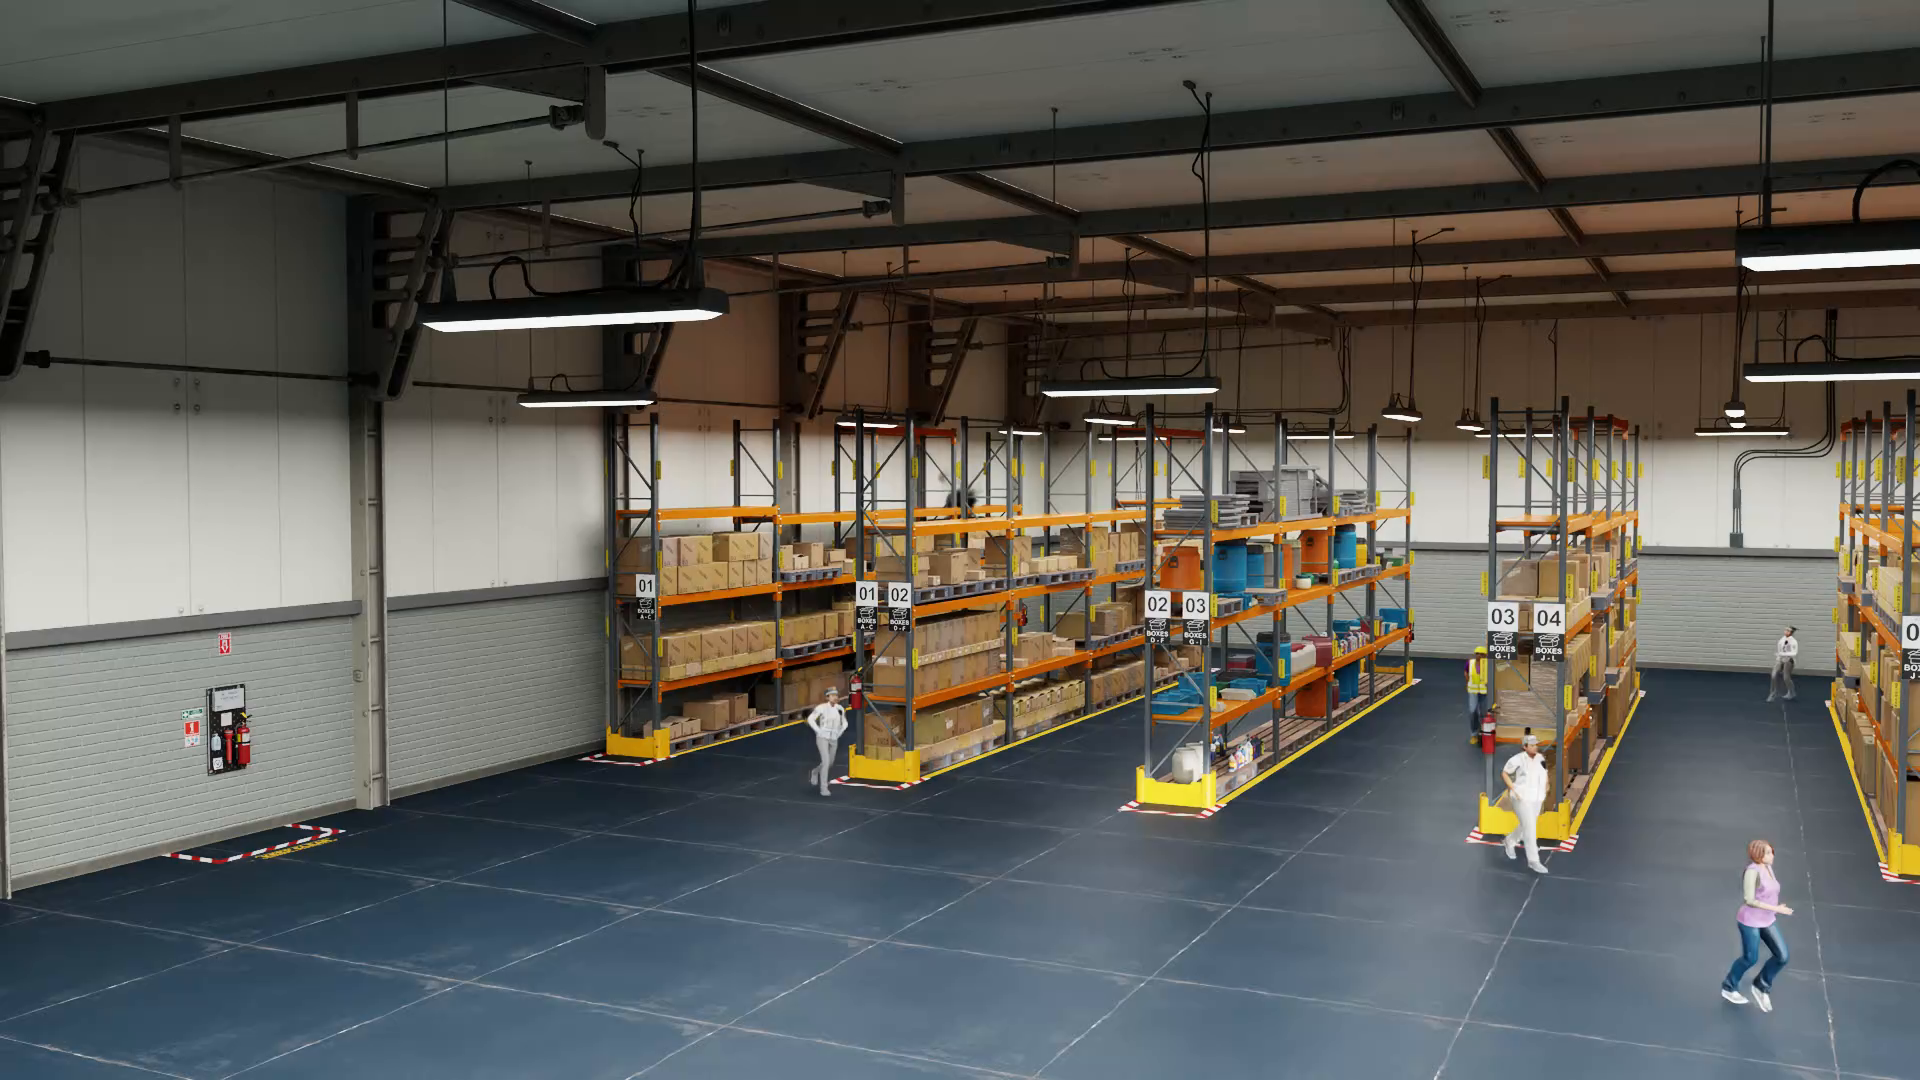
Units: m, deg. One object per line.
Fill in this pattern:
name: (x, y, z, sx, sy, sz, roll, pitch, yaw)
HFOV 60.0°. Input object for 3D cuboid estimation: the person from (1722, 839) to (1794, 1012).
person: (7.394, 3.569, 15.362, 0.558, 1.622, 0.673, -2, 3, -34)

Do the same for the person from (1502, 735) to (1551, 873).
person: (7.142, 3.264, 20.895, 0.602, 1.659, 0.860, -1, 3, -24)

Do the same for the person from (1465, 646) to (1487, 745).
person: (9.583, 2.841, 30.580, 0.616, 1.807, 0.893, 1, 3, 21)

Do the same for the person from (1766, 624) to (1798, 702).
person: (17.857, 2.669, 35.860, 0.720, 1.722, 0.585, -1, 3, -21)

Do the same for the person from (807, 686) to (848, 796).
person: (-2.062, 3.106, 25.915, 0.659, 1.674, 0.709, -1, 3, -28)
